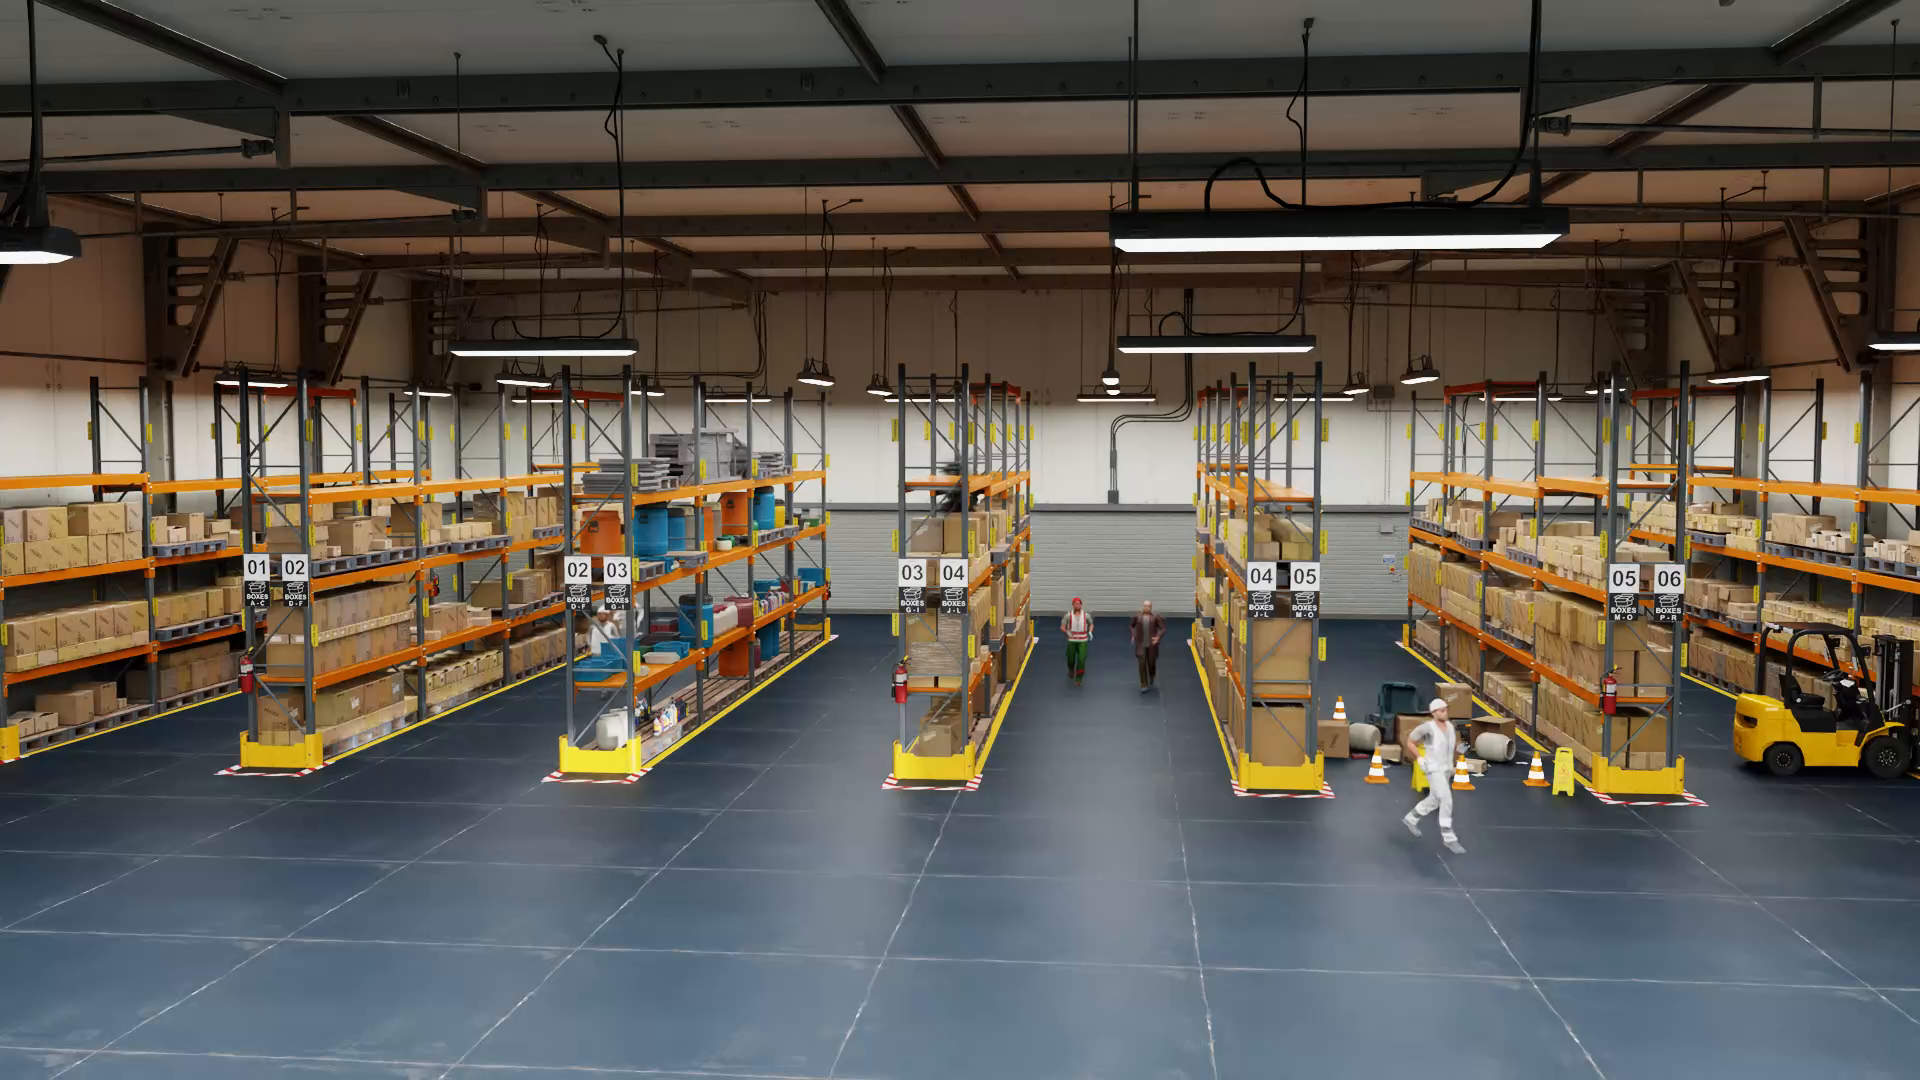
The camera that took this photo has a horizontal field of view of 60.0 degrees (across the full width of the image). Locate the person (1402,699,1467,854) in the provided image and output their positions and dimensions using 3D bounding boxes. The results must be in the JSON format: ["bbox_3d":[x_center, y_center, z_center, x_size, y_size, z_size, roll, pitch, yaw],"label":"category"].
[{"bbox_3d":[5.778,2.809,20.134,0.633,1.804,0.928,-3,5,-37],"label":"person"}]

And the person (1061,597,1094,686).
[{"bbox_3d":[2.333,2.011,33.050,0.664,1.747,0.769,0,4,1],"label":"person"}]

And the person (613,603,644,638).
[{"bbox_3d":[-6.972,1.896,34.926,0.609,1.717,0.879,0,4,-3],"label":"person"}]

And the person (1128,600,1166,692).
[{"bbox_3d":[3.628,2.044,32.335,0.743,1.751,0.935,1,4,11],"label":"person"}]

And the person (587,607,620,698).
[{"bbox_3d":[-6.749,2.126,31.337,0.657,1.729,0.575,0,4,-1],"label":"person"}]
